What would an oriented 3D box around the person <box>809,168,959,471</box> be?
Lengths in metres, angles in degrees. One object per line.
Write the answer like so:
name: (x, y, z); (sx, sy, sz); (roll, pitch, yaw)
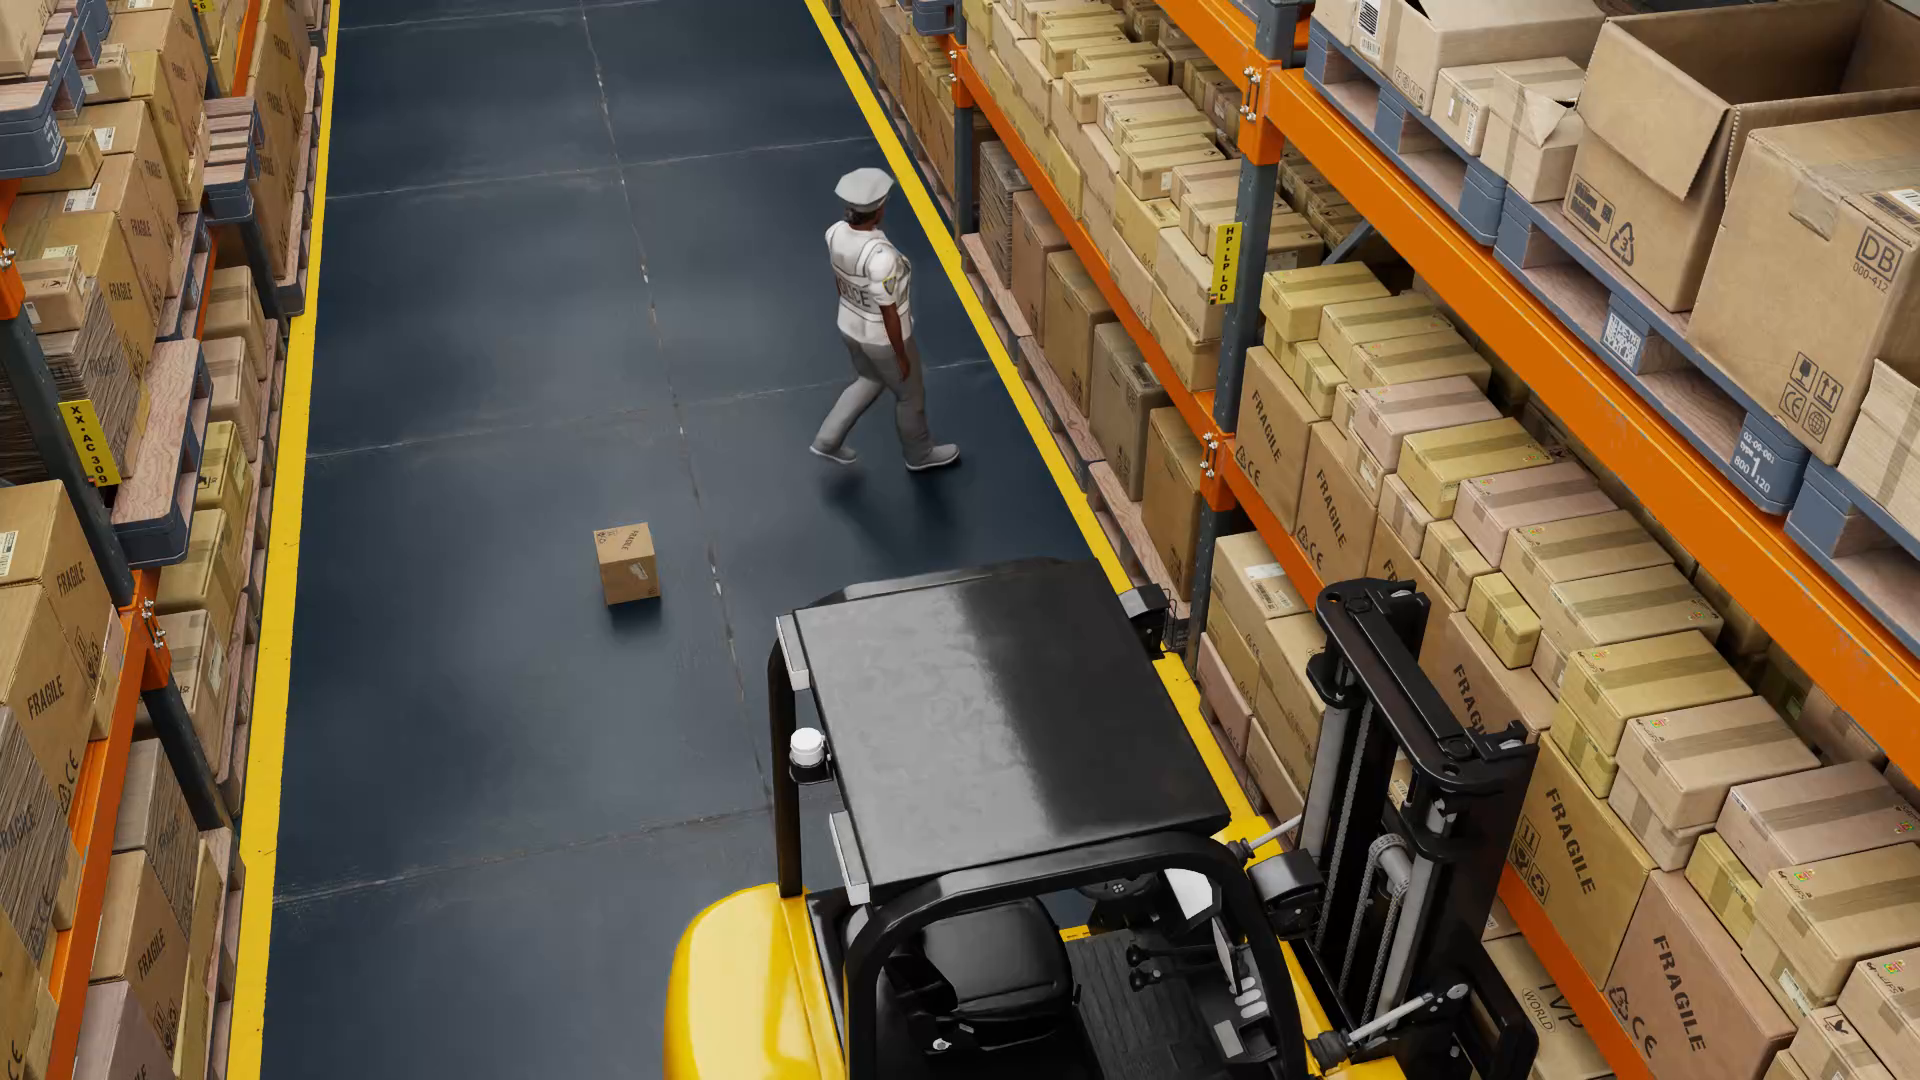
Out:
person: (-0.377, -1.009, 7.963); (0.743, 1.642, 0.471); (-26, 45, -29)
